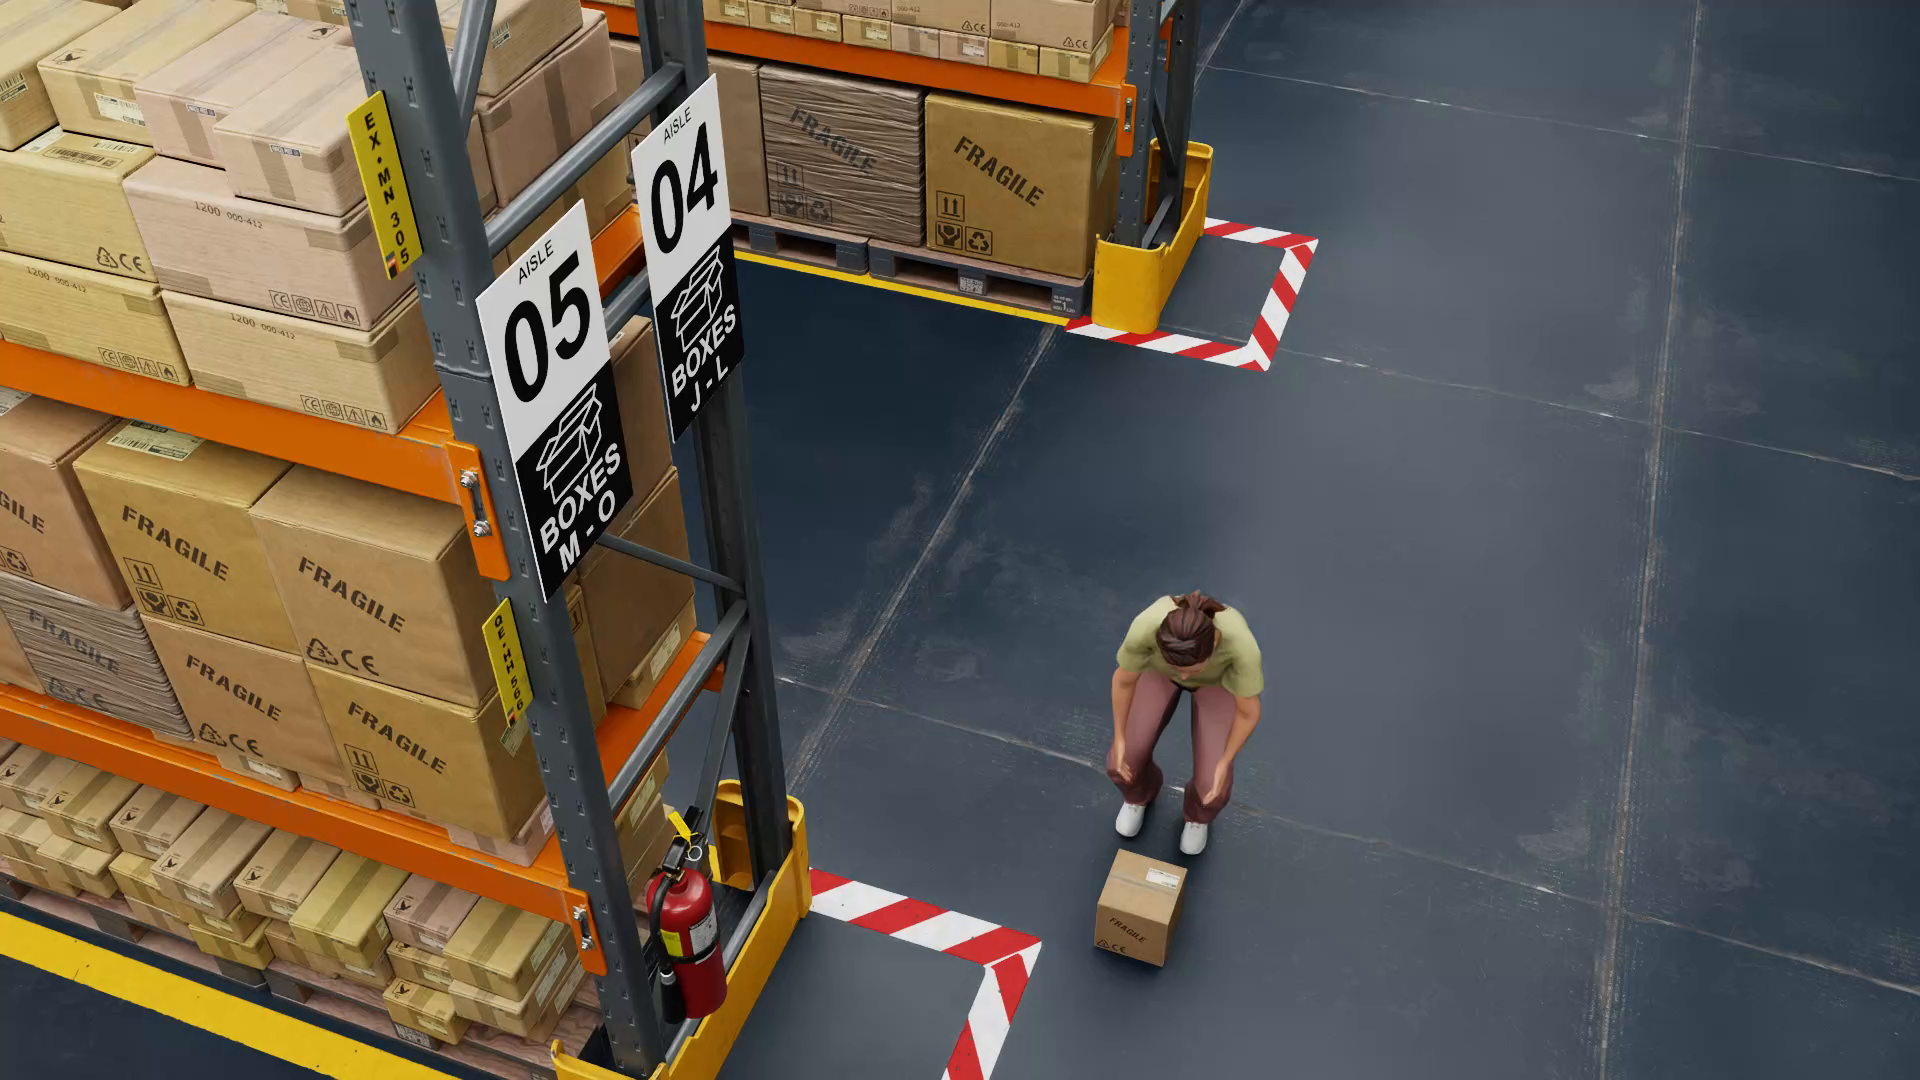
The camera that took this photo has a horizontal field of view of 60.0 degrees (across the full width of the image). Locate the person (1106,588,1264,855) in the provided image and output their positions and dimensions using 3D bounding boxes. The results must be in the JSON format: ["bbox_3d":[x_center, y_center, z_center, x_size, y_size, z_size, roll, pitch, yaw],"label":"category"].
[{"bbox_3d":[0.789,0.591,5.757,0.511,1.333,0.668,14,44,15],"label":"person"}]
